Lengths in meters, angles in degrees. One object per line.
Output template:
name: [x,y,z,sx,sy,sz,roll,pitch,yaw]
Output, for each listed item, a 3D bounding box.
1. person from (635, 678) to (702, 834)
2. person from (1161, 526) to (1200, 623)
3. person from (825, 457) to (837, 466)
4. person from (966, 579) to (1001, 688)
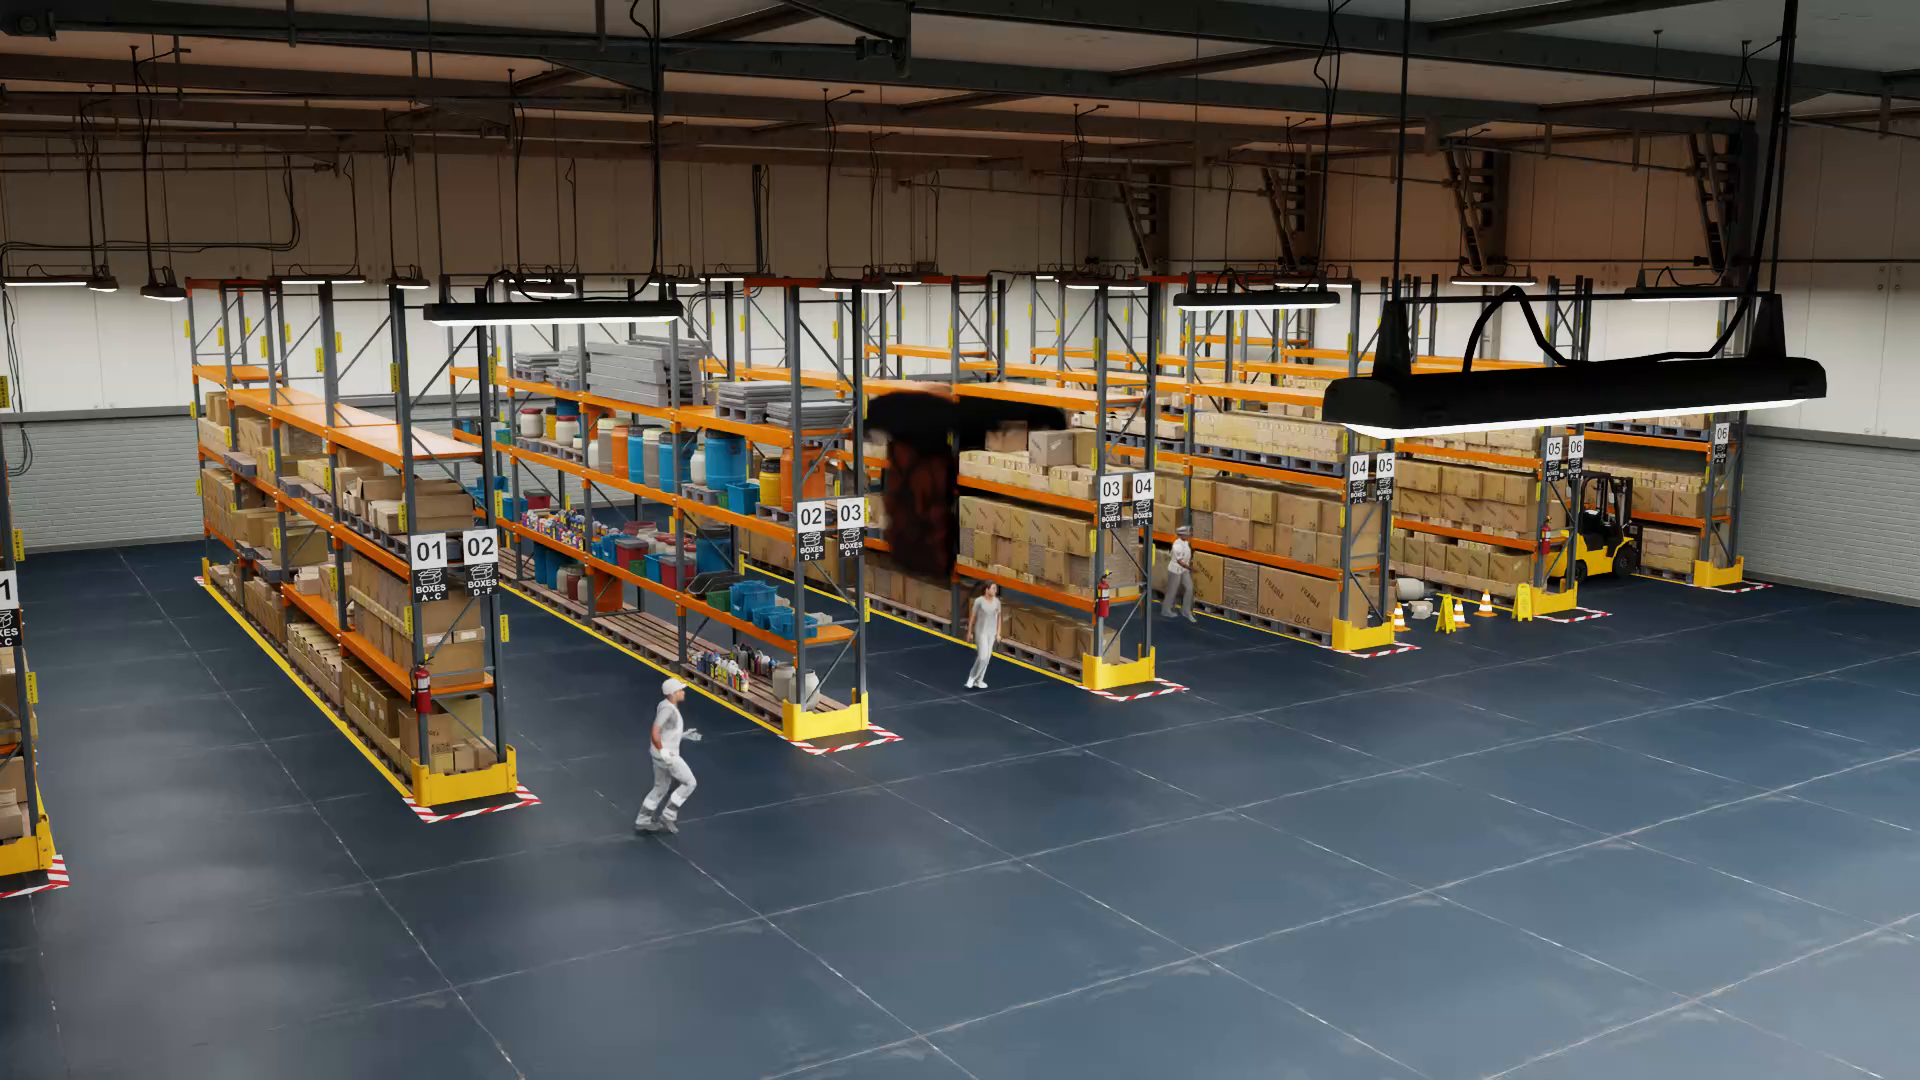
person: [-3.236,2.409,18.486,0.778,1.772,0.609,-3,10,-16]
person: [3.775,0.580,28.570,0.481,1.700,0.674,-8,12,-39]
person: [-3.265,-1.336,40.831,0.775,1.696,0.558,3,10,16]
person: [0.350,1.394,24.650,0.552,1.654,0.498,-6,11,-32]
